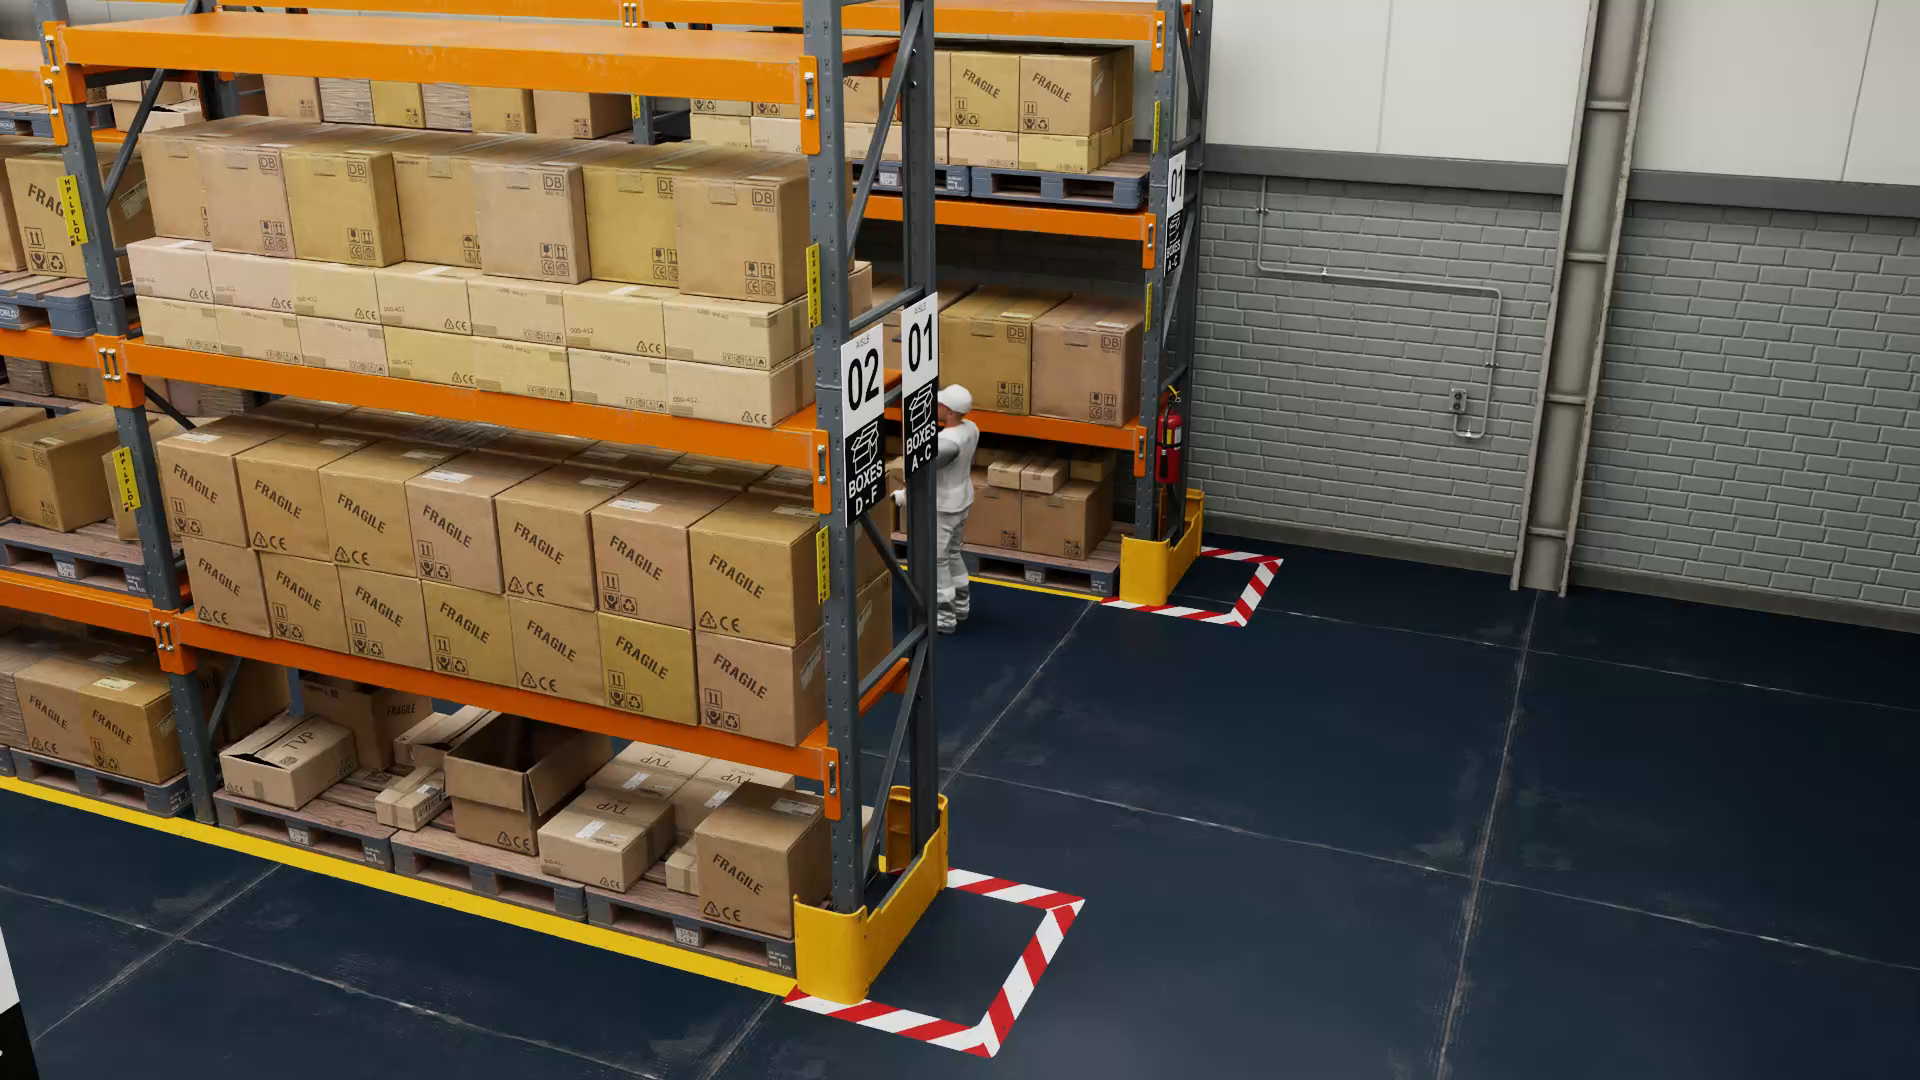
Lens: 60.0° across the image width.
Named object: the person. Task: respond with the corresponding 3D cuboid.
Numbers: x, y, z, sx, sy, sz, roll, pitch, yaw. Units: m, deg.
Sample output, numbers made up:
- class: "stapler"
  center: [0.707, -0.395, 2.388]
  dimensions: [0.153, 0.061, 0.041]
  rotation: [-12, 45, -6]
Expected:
- class: "person"
  center: [-0.182, -0.233, 11.487]
  dimensions: [0.563, 1.782, 0.493]
  rotation: [9, 24, 21]
